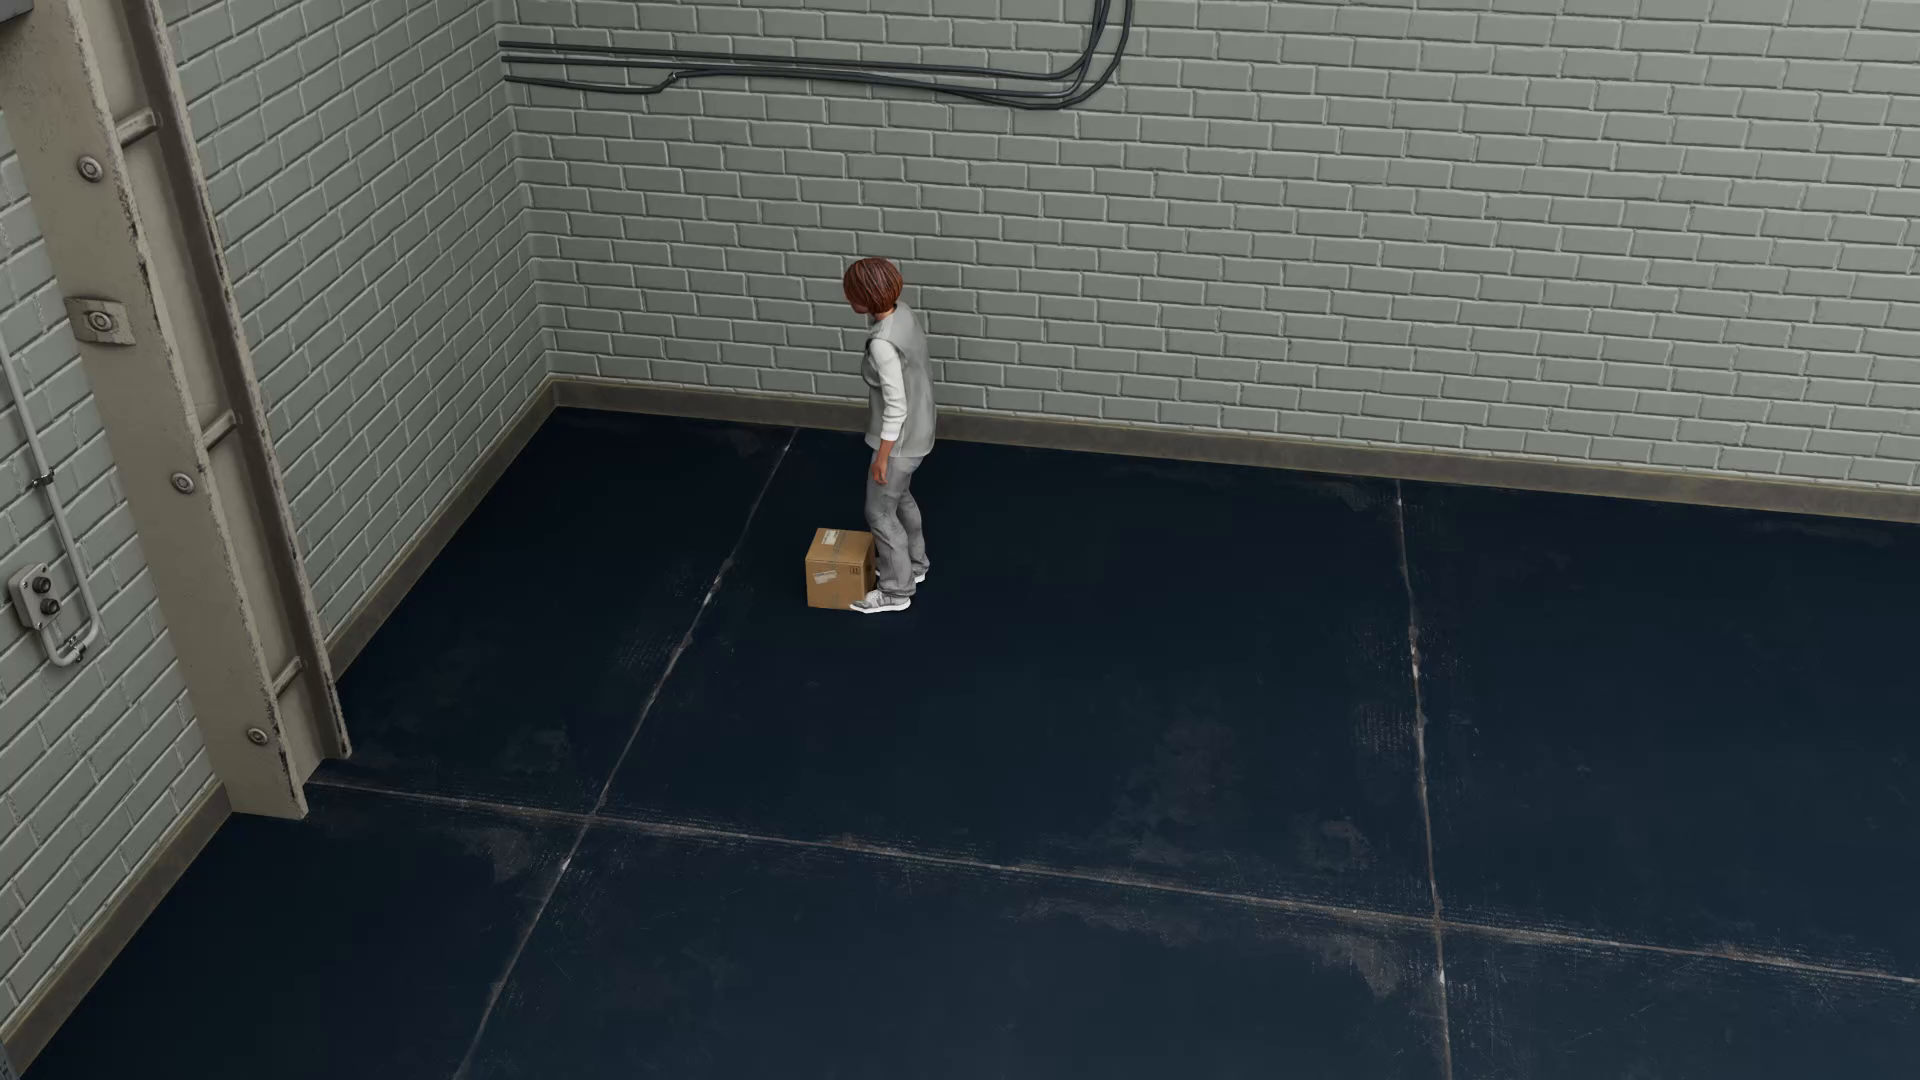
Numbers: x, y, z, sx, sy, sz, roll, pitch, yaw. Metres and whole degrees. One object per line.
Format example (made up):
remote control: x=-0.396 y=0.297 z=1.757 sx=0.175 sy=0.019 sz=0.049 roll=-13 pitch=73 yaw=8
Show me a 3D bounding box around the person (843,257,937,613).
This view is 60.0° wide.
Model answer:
person: x=-0.286 y=-0.418 z=6.798 sx=0.378 sy=1.592 sz=0.481 roll=3 pitch=33 yaw=5
